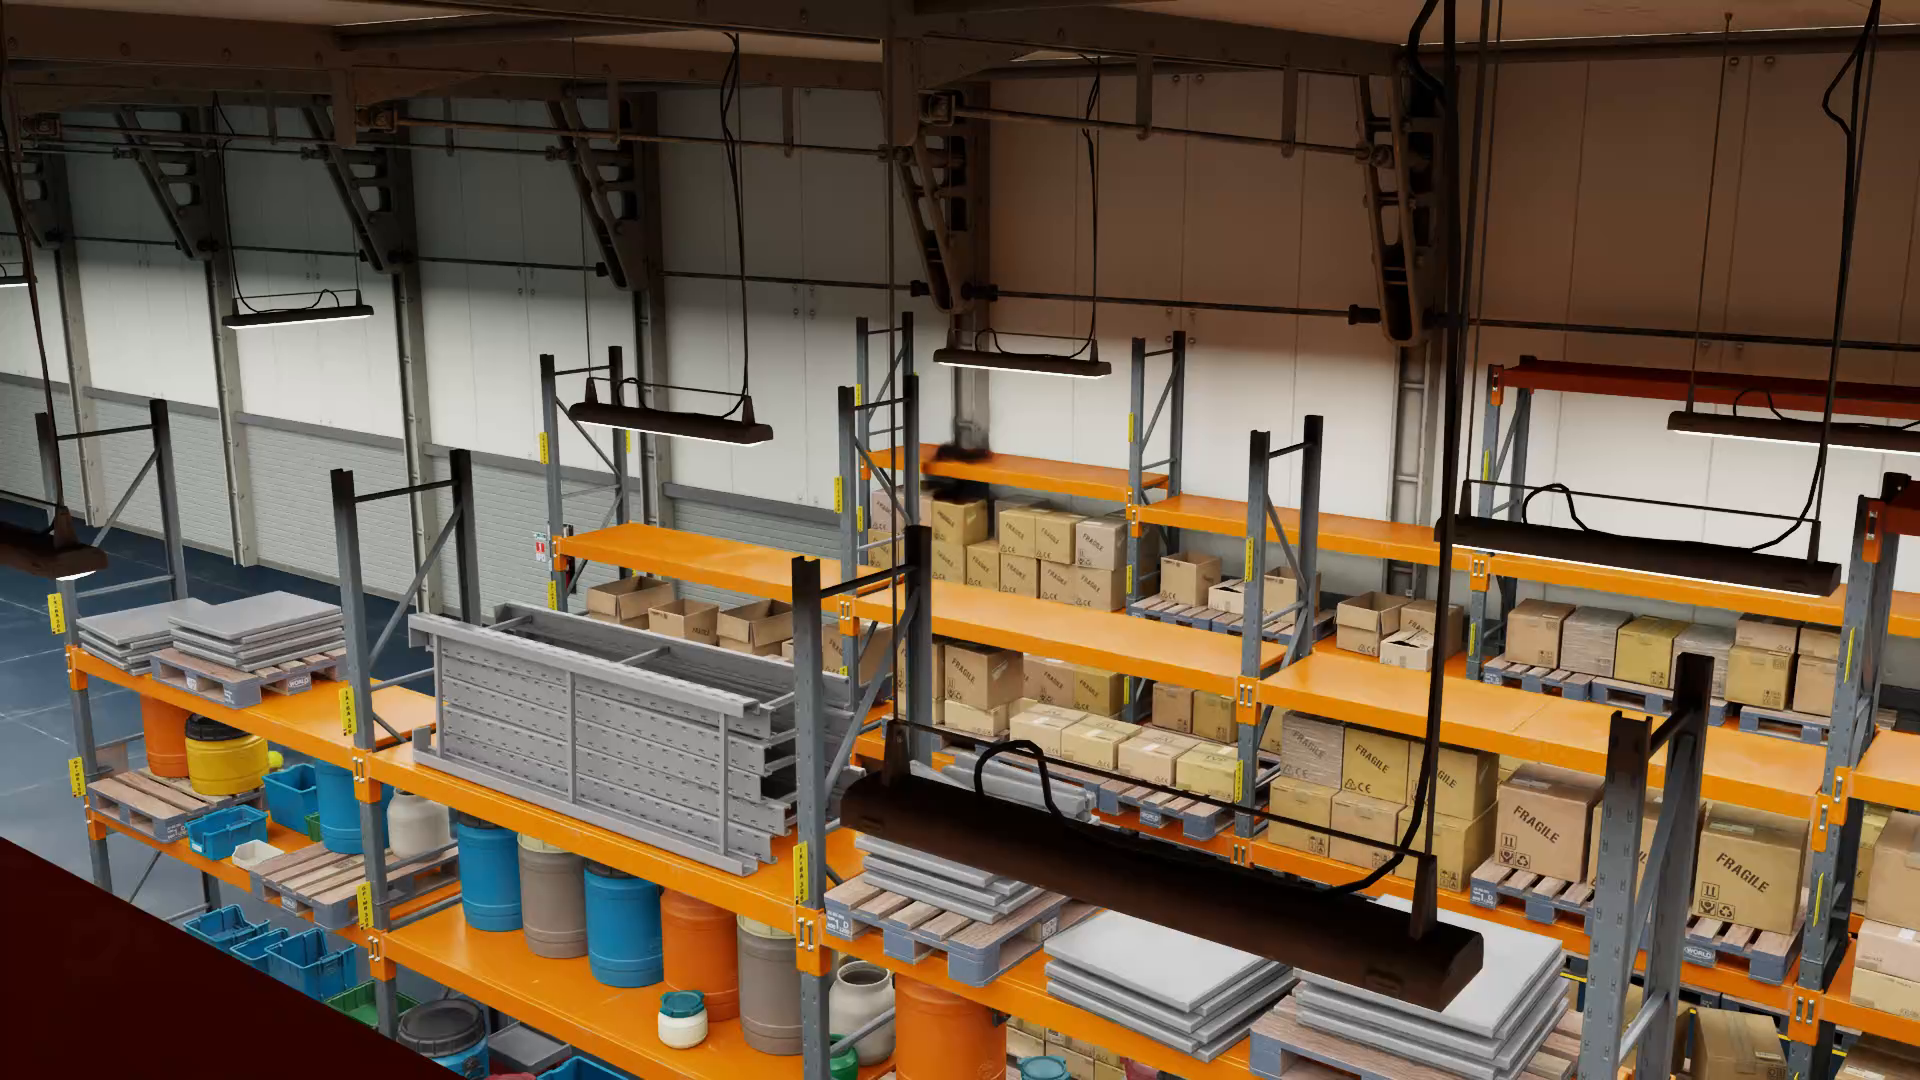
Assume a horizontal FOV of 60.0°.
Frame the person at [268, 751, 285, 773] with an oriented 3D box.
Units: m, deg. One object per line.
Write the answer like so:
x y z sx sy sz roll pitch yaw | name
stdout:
-7.424 3.110 17.989 0.628 1.732 0.674 -7 15 -26 | person
